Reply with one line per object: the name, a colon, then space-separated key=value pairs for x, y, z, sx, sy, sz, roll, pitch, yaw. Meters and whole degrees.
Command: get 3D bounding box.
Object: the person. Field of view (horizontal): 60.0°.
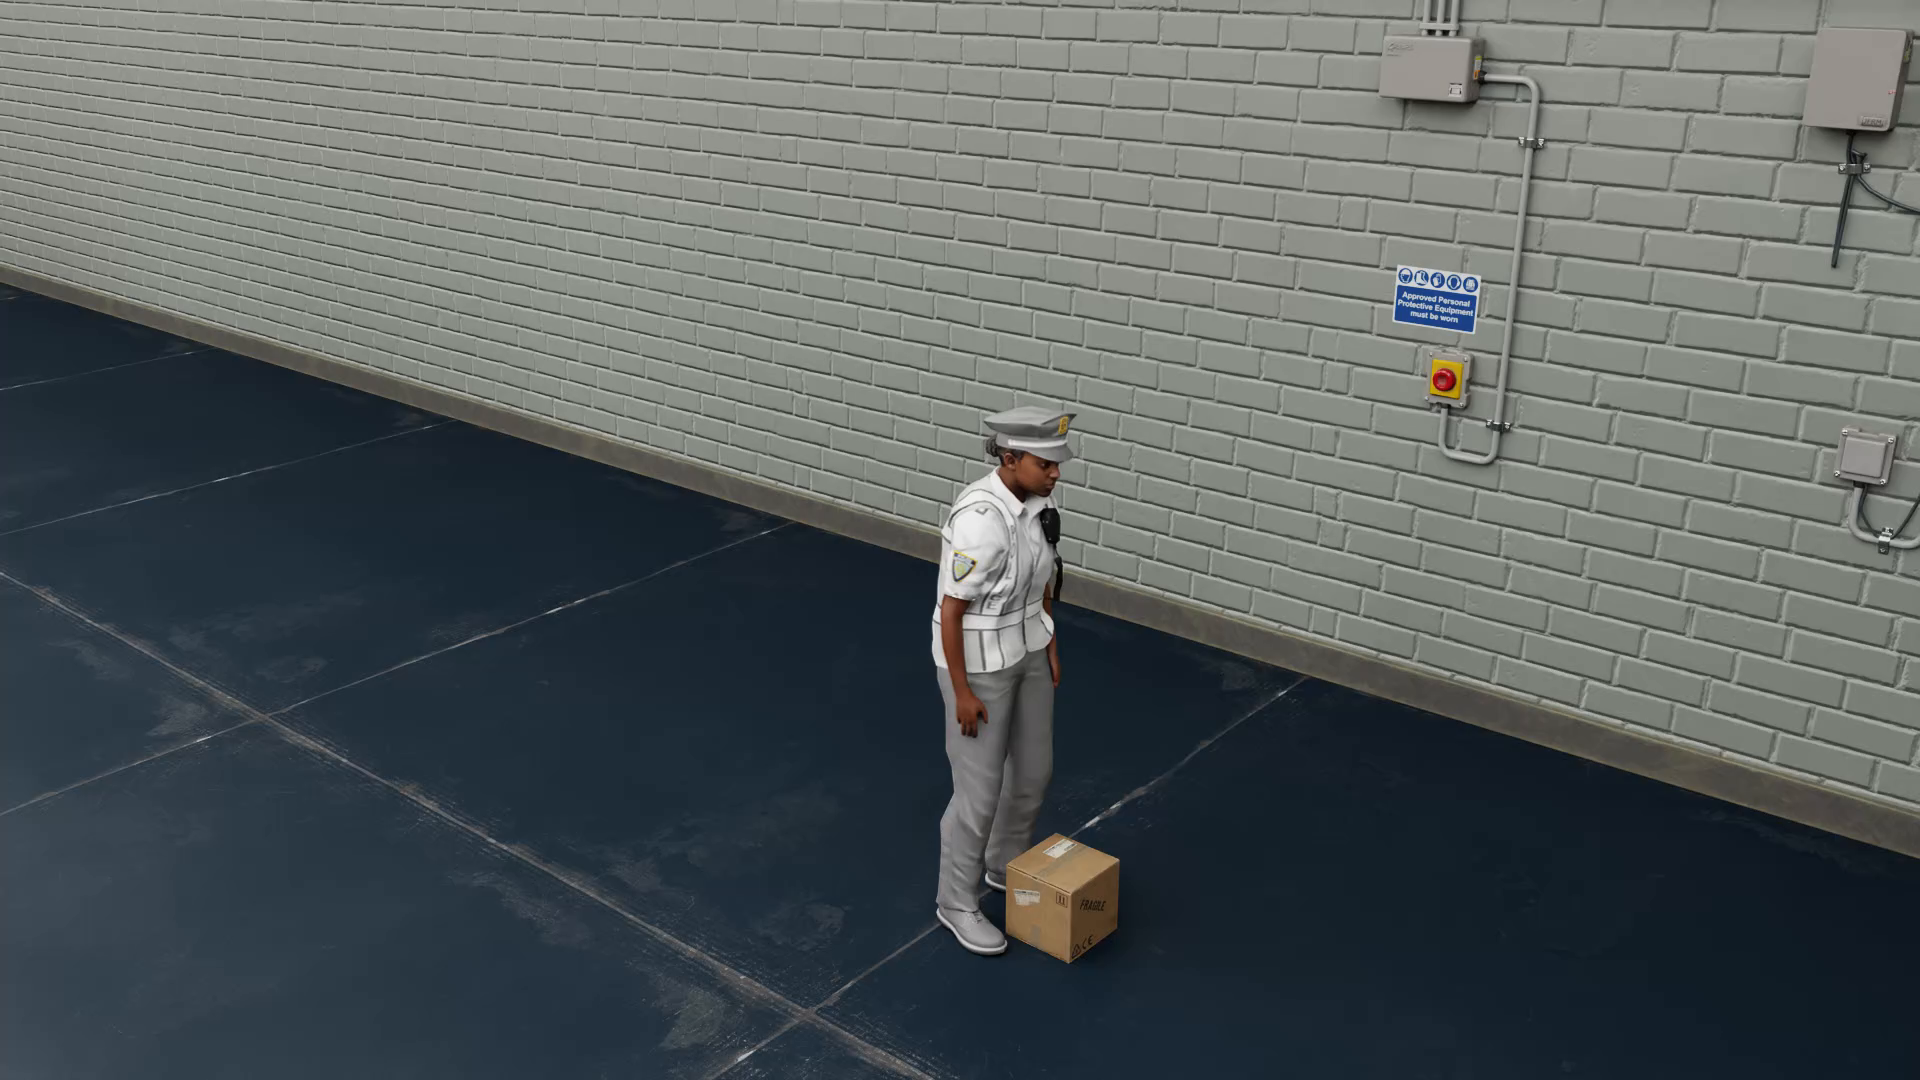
person: x=0.130 y=0.395 z=5.014 sx=0.400 sy=1.657 sz=0.515 roll=15 pitch=25 yaw=36
